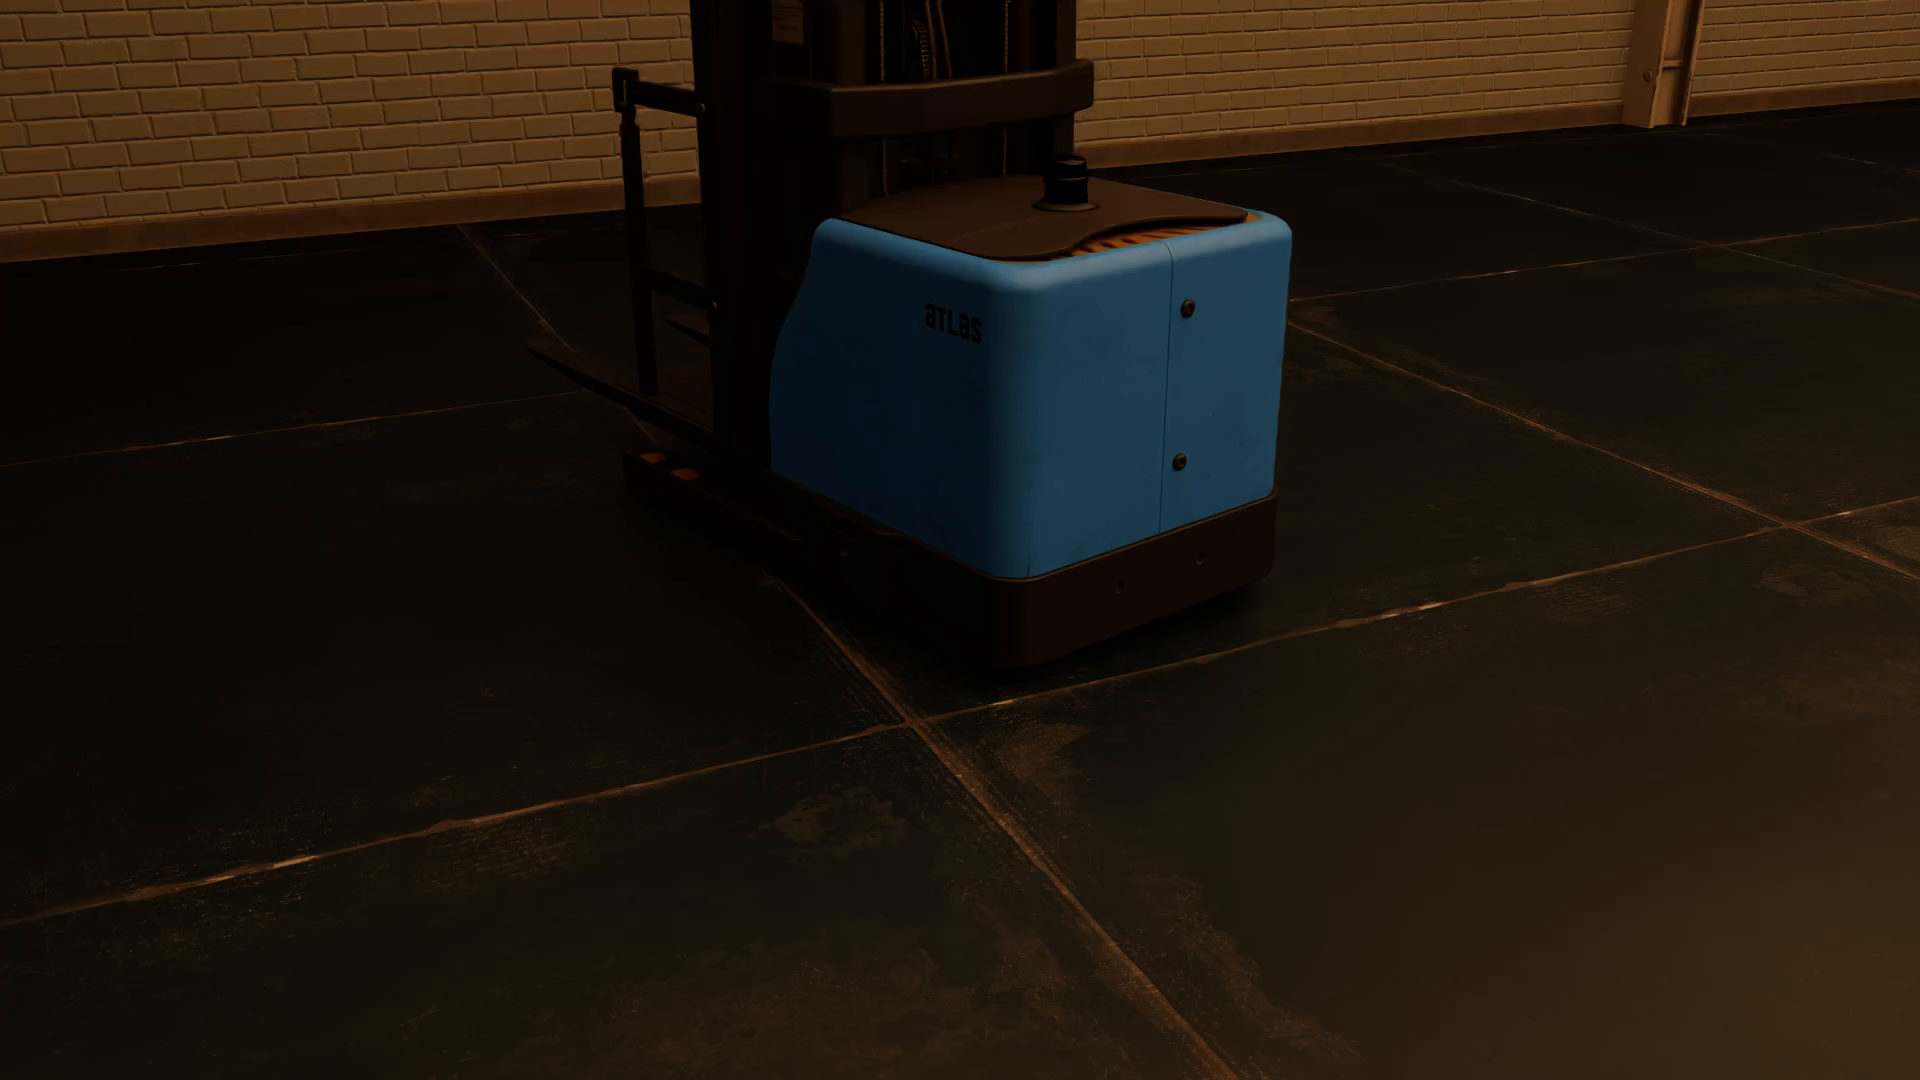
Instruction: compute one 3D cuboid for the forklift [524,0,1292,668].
[{"bbox_3d":[-0.437,-1.525,4.958,1.130,2.935,3.031,-18,28,-36],"label":"forklift"}]
